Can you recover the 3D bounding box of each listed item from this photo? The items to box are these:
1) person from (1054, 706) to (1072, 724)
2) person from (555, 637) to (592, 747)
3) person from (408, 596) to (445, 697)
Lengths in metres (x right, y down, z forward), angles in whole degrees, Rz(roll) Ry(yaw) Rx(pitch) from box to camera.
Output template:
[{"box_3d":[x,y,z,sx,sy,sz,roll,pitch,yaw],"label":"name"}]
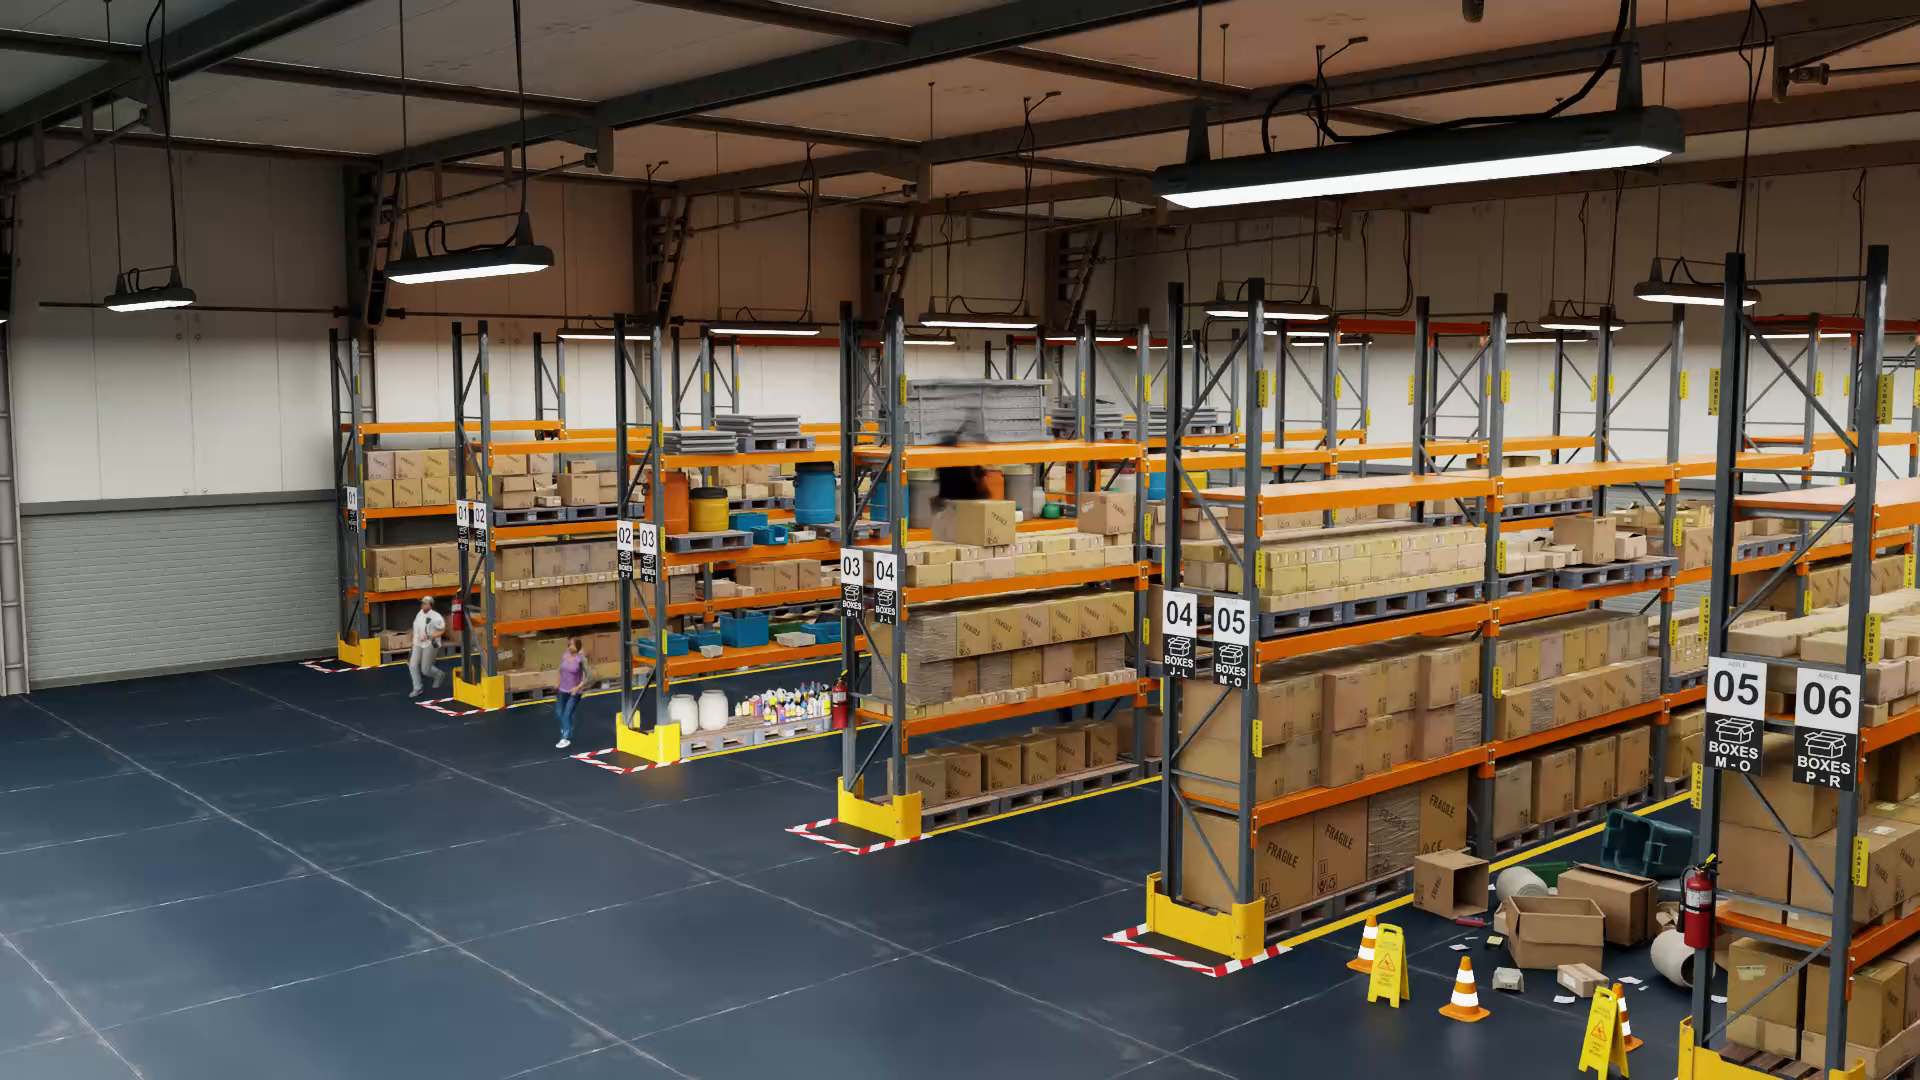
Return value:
[{"box_3d":[1.486,2.008,24.062,0.607,1.596,0.549,4,7,34],"label":"person"},{"box_3d":[-5.387,2.111,23.192,0.565,1.552,0.521,1,6,14],"label":"person"},{"box_3d":[-8.616,1.712,27.016,0.636,1.635,0.697,3,6,27],"label":"person"}]
